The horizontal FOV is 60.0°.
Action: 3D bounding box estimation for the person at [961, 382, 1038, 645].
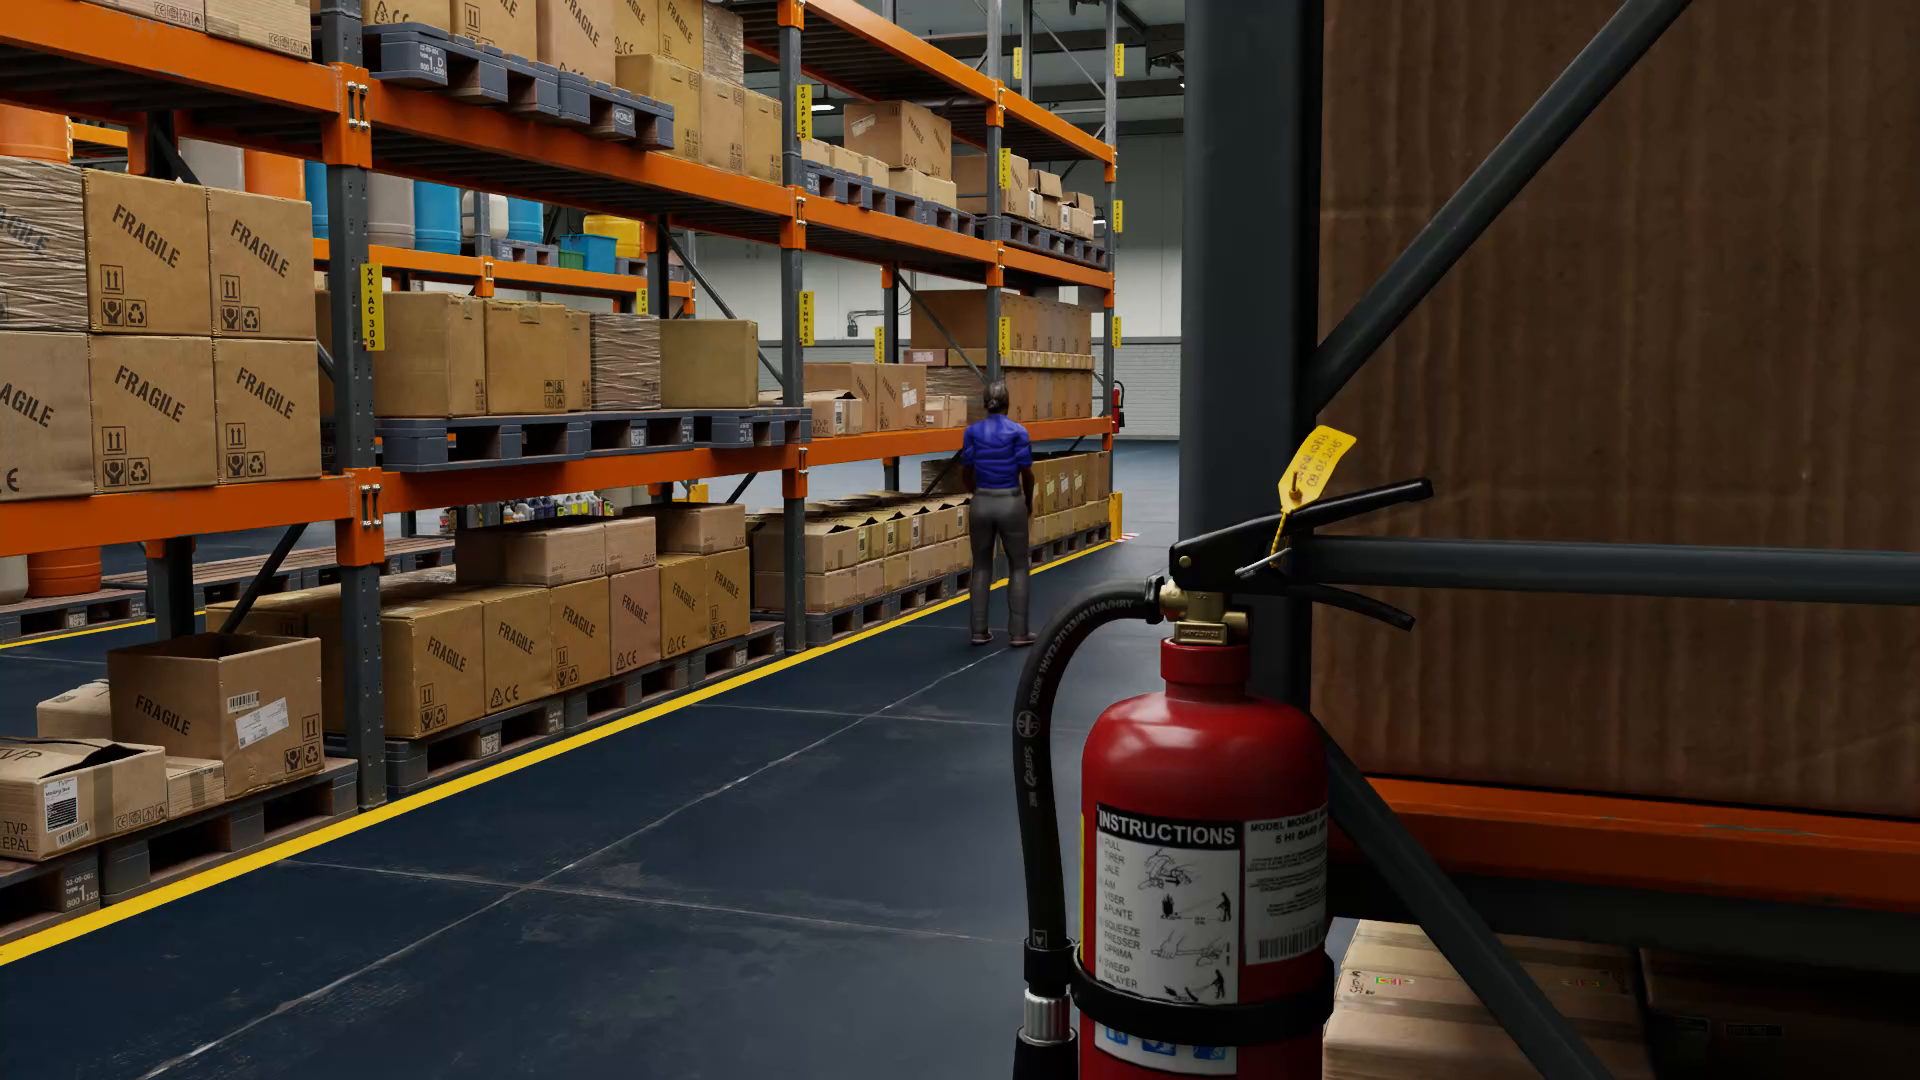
[{"bbox_3d":[0.253,-0.169,10.550,0.478,1.663,0.405,2,6,17],"label":"person"}]
